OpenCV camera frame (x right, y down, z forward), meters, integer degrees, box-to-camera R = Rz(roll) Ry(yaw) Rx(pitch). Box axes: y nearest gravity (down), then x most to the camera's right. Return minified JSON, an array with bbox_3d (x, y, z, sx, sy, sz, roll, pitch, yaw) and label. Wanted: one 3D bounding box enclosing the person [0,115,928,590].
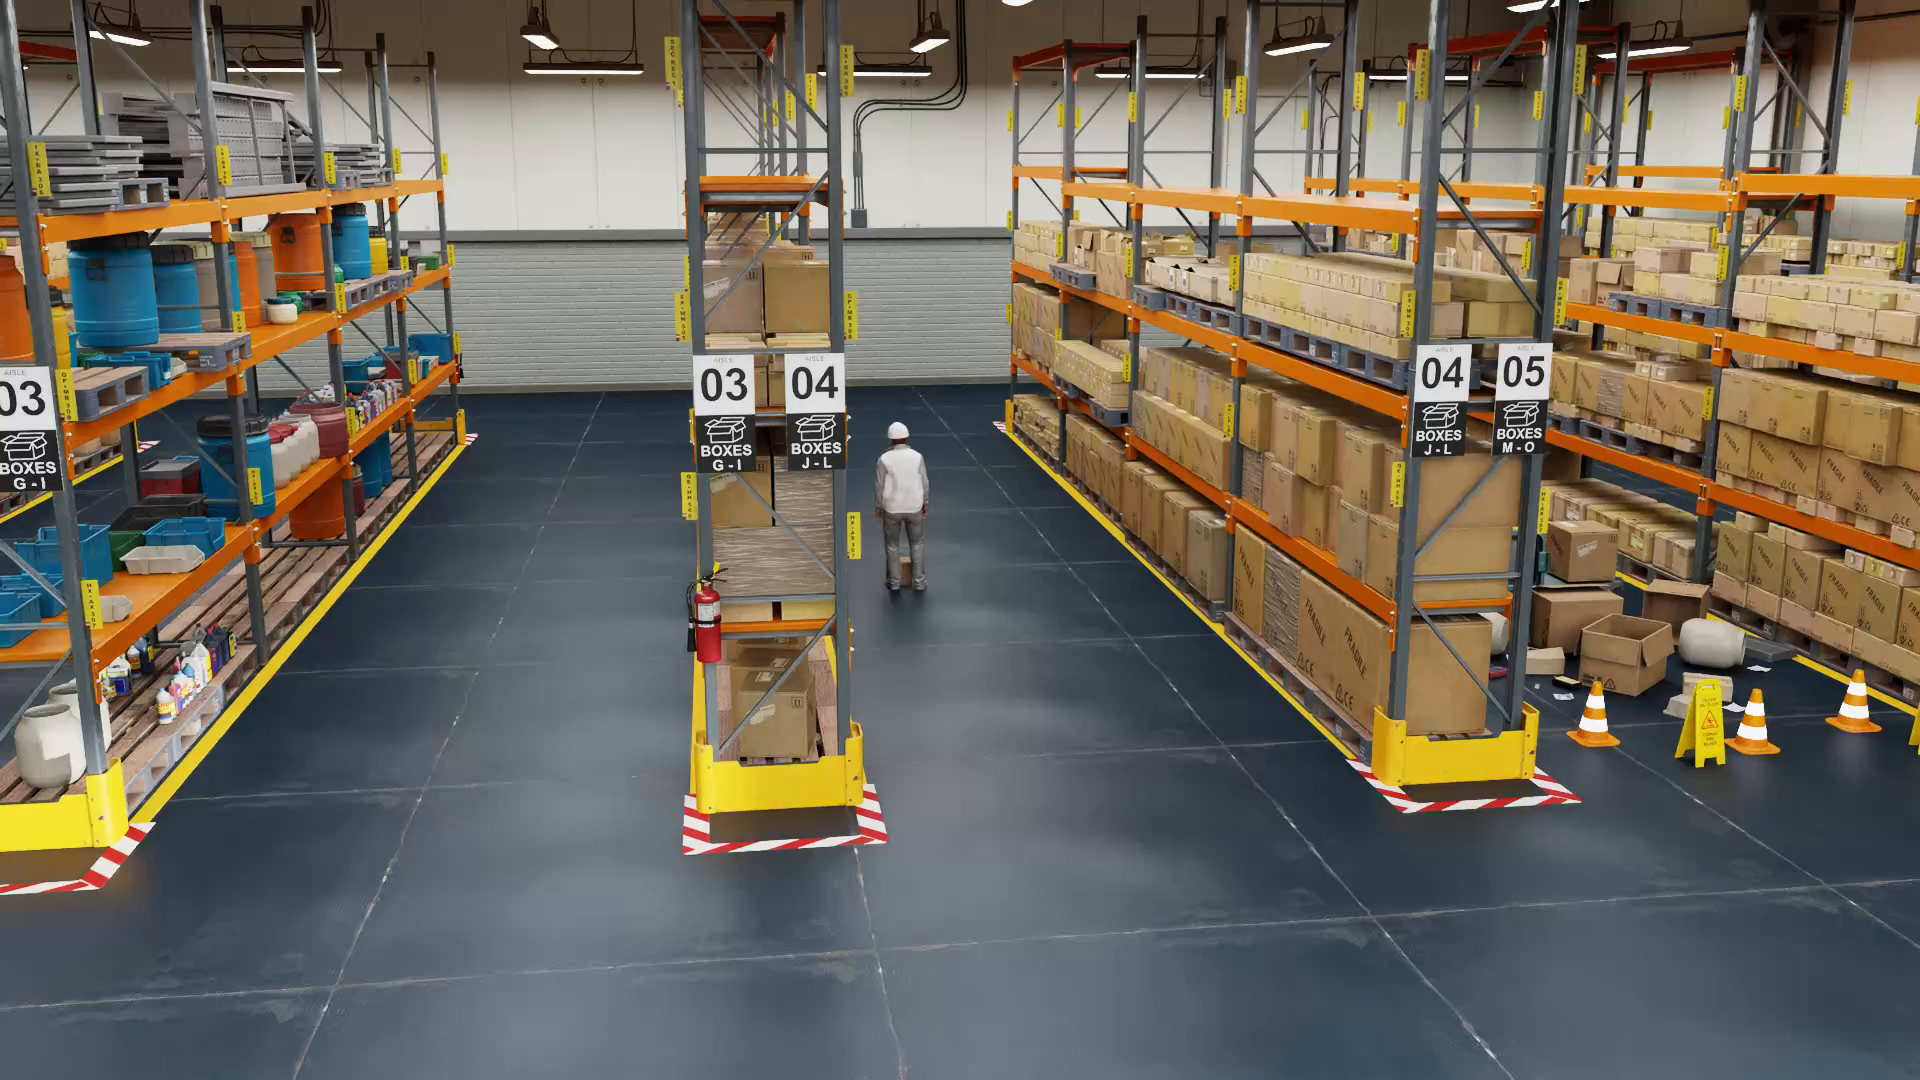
[{"bbox_3d":[-4.084,-2.201,16.481,7.589,5.808,11.427,-3,13,-12],"label":"person"}]
